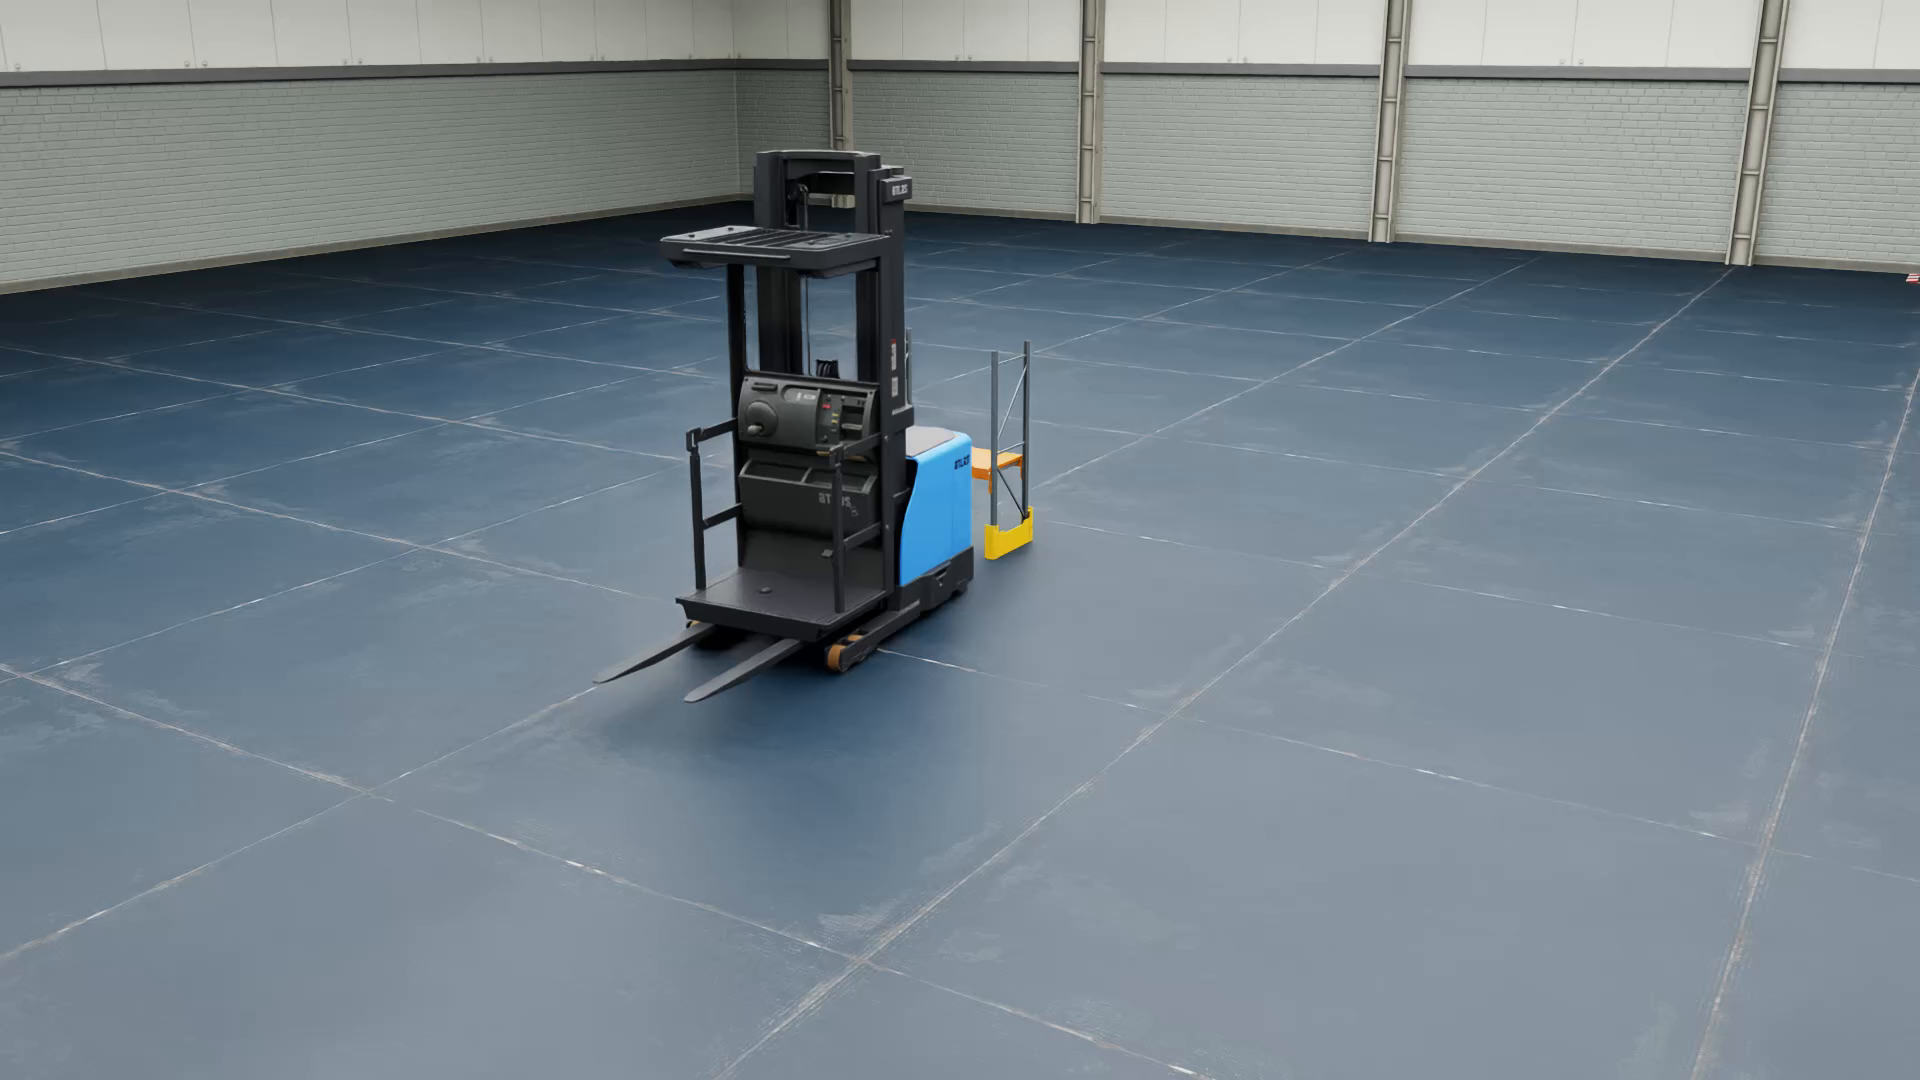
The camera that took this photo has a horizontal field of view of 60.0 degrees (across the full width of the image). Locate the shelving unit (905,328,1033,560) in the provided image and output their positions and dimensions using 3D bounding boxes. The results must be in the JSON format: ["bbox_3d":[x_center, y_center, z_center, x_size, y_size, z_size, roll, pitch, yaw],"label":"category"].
[{"bbox_3d":[-0.065,-0.729,12.201,1.083,1.500,0.587,10,20,30],"label":"shelving unit"}]

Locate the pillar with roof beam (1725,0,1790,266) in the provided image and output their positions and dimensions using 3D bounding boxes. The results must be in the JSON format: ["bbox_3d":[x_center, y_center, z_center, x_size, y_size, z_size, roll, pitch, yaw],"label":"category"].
[{"bbox_3d":[10.534,-7.767,22.468,0.400,9.000,9.100,10,20,30],"label":"pillar with roof beam"}]

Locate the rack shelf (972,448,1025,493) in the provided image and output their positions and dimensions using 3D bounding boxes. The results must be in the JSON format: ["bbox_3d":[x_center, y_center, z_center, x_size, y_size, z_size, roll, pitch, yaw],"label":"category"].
[{"bbox_3d":[-0.073,-0.558,12.258,1.000,0.185,0.538,10,20,30],"label":"rack shelf"}]

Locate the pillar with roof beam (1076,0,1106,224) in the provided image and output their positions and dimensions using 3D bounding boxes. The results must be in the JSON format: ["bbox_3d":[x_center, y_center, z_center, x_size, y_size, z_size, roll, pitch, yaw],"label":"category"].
[{"bbox_3d":[0.309,-9.592,28.477,0.400,9.000,9.100,10,20,30],"label":"pillar with roof beam"}]

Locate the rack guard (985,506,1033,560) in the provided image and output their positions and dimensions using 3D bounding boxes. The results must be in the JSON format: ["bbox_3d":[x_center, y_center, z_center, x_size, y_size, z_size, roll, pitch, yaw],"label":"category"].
[{"bbox_3d":[0.359,-0.055,12.134,0.087,0.250,0.587,10,20,30],"label":"rack guard"}]

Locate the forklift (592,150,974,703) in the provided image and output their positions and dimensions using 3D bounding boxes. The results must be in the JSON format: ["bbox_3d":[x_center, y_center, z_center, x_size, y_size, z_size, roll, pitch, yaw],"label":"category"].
[{"bbox_3d":[-1.026,-0.767,9.864,1.130,2.935,3.031,8,19,26],"label":"forklift"}]

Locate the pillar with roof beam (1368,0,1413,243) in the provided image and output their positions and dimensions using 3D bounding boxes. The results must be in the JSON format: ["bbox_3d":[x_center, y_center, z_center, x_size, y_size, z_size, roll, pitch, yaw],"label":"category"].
[{"bbox_3d":[5.422,-8.679,25.472,0.400,9.000,9.100,10,20,30],"label":"pillar with roof beam"}]

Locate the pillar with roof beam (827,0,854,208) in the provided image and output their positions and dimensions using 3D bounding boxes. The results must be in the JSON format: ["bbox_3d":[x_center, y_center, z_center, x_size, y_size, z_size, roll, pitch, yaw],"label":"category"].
[{"bbox_3d":[-4.804,-10.505,31.481,0.400,9.000,9.100,10,20,30],"label":"pillar with roof beam"}]

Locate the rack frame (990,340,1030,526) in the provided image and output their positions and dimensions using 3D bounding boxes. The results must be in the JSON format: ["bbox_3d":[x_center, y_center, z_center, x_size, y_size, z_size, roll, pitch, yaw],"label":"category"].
[{"bbox_3d":[0.360,-0.653,11.951,0.032,1.500,0.500,10,20,30],"label":"rack frame"}]

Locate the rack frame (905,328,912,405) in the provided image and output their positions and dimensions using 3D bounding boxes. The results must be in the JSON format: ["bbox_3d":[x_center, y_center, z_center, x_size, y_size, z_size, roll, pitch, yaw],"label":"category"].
[{"bbox_3d":[-0.506,-0.808,12.461,0.032,1.500,0.500,10,20,30],"label":"rack frame"}]
